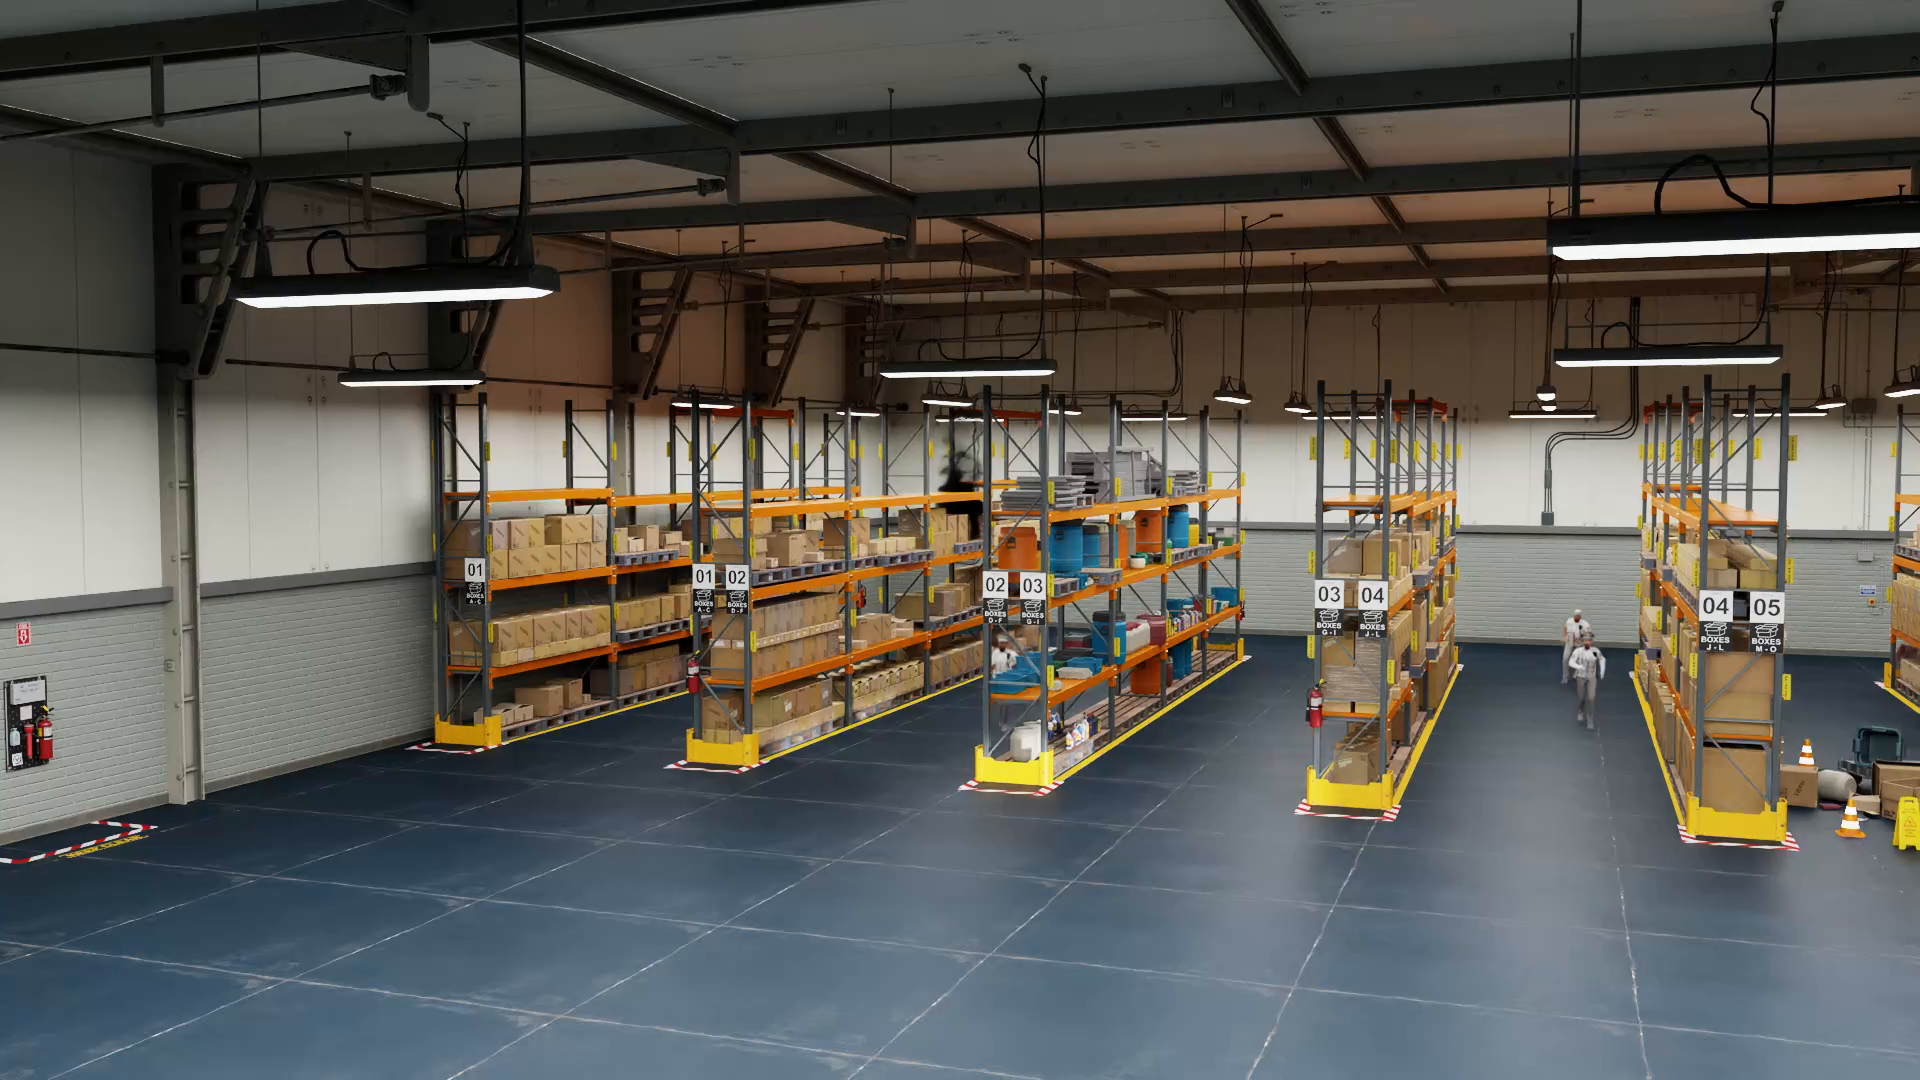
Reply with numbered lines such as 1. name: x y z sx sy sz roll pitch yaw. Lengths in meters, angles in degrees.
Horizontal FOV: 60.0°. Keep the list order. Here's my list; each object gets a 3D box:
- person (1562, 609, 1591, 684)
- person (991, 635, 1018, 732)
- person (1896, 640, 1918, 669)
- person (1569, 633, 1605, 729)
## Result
1. person: 13.416 2.282 36.123 0.601 1.623 0.957 2 4 33
2. person: 0.772 2.574 29.868 0.555 1.749 0.702 1 3 20
3. person: 20.786 2.259 36.339 0.703 1.628 0.736 2 4 36
4. person: 11.434 2.546 30.336 0.631 1.738 0.792 1 3 18
